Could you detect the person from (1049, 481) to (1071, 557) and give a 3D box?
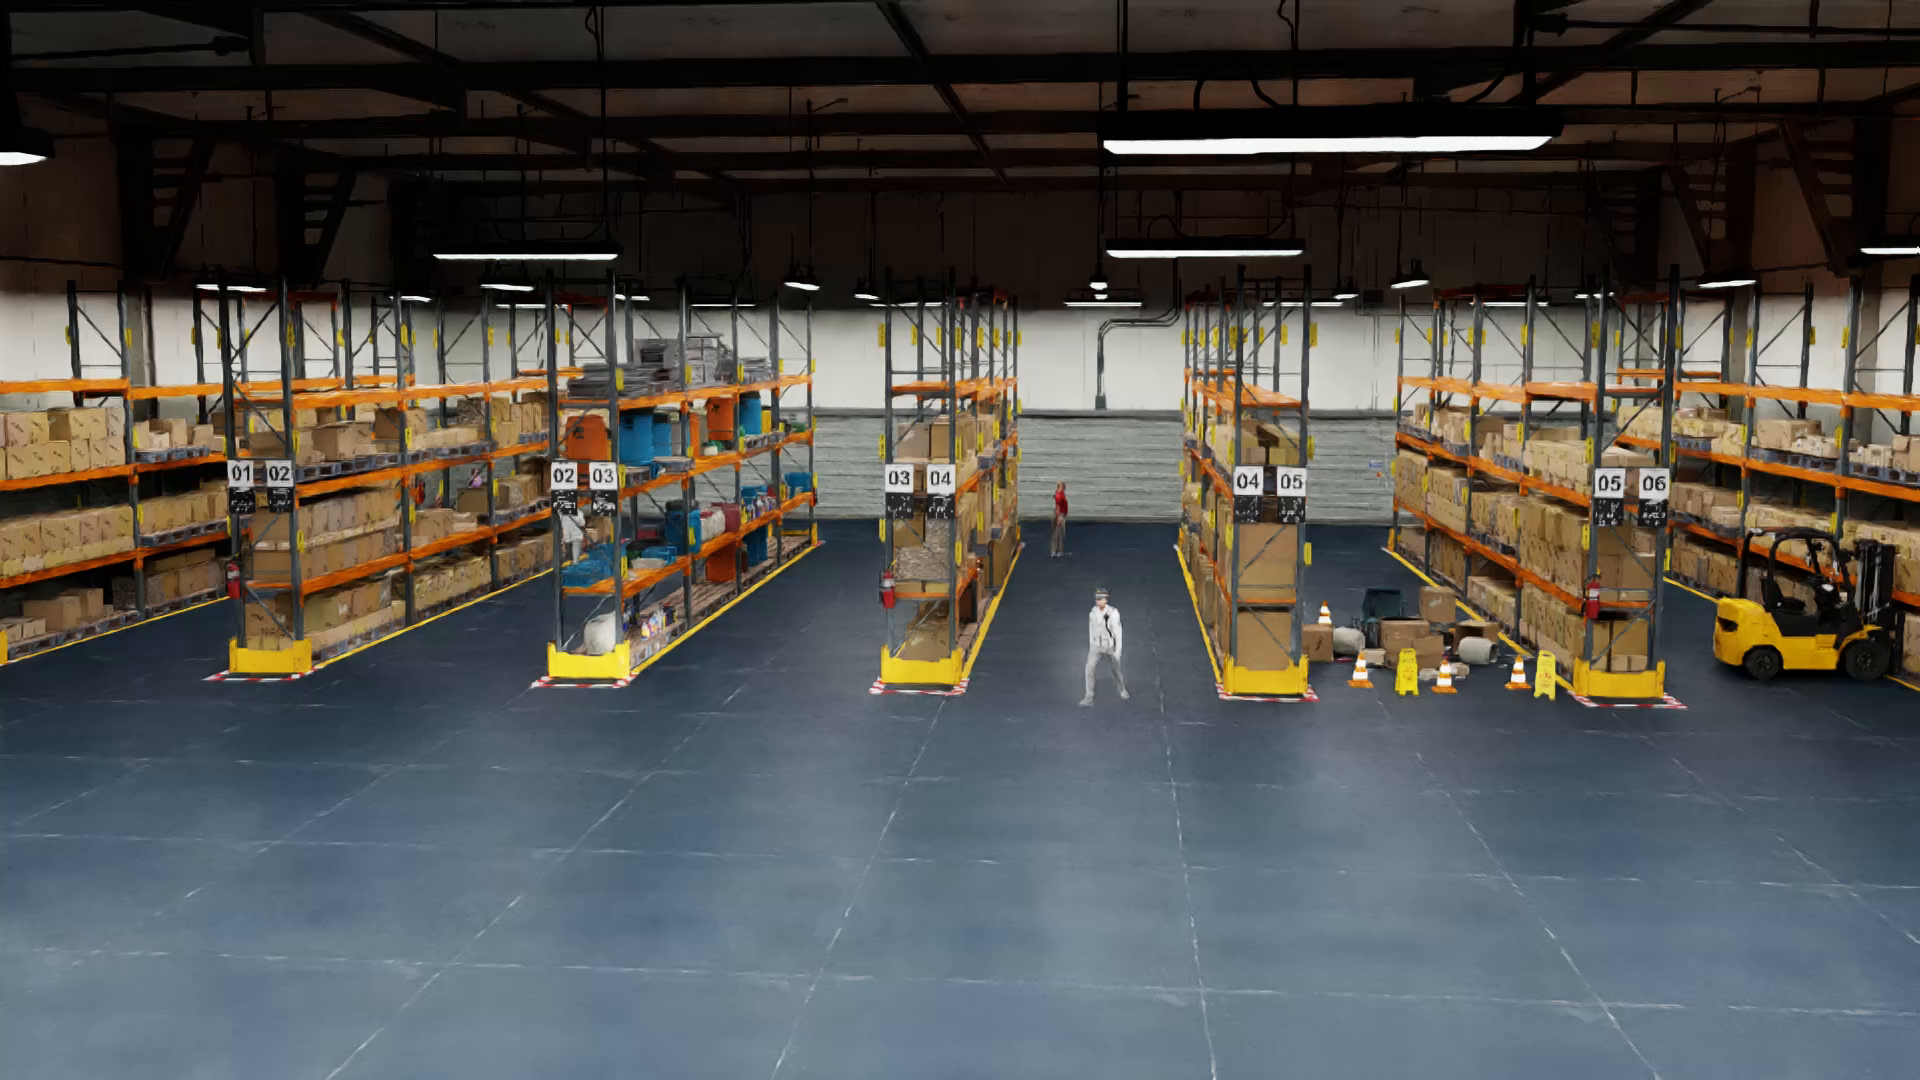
[{"bbox_3d":[2.298,-0.494,38.141,0.469,1.726,0.616,1,7,7],"label":"person"}]

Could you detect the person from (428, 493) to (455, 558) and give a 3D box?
[{"bbox_3d":[-11.045,-0.153,35.440,0.729,1.733,0.546,0,7,4],"label":"person"}]

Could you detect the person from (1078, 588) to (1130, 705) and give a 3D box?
[{"bbox_3d":[1.995,1.439,22.787,0.523,1.615,0.939,4,8,27],"label":"person"}]

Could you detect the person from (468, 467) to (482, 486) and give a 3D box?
[{"bbox_3d":[-12.963,-1.135,44.077,0.590,1.588,0.472,-6,9,-40],"label":"person"}]

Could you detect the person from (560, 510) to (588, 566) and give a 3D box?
[{"bbox_3d":[-8.076,-0.033,34.514,0.577,1.687,1.121,1,7,7],"label":"person"}]
